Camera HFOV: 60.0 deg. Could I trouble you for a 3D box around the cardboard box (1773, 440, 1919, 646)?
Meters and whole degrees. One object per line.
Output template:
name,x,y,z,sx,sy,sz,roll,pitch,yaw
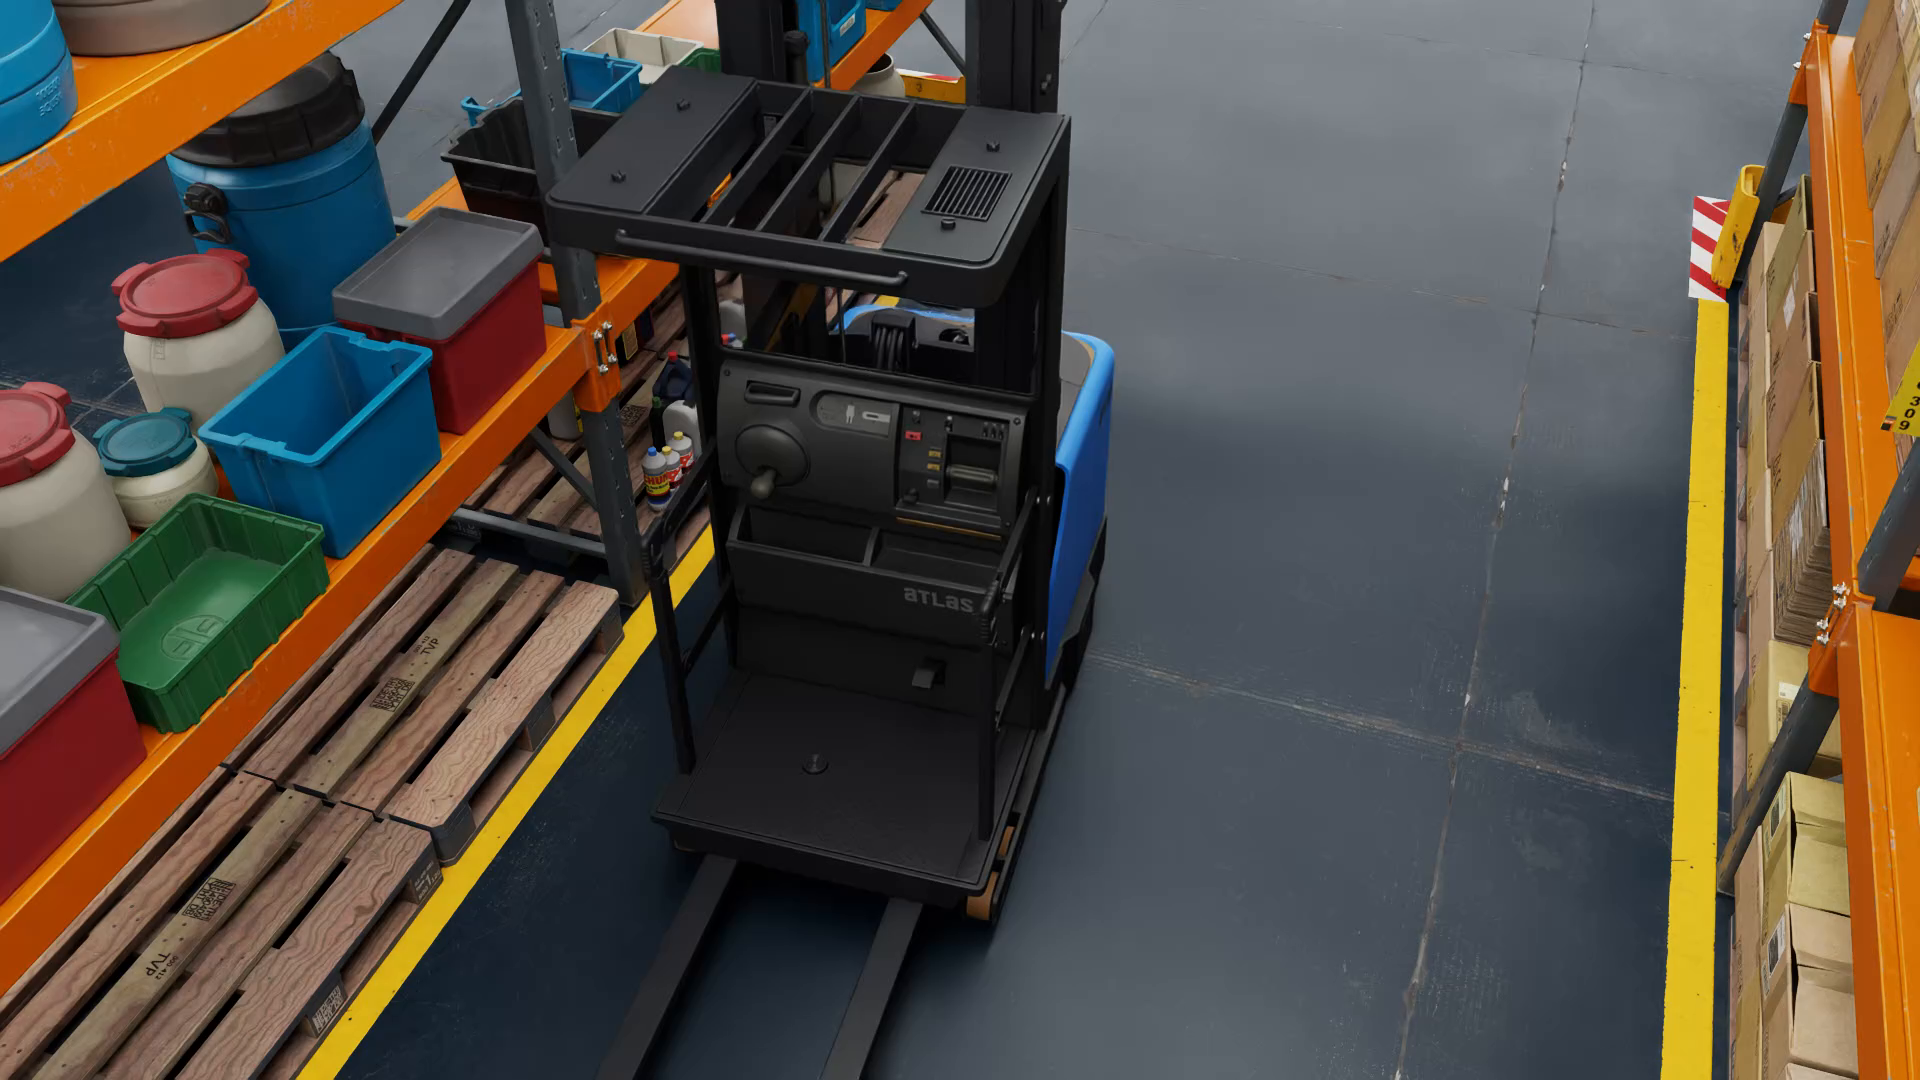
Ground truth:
cardboard box,3.081,0.049,5.598,0.500,0.500,0.500,13,42,15

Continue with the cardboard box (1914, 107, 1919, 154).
cardboard box,3.362,-1.353,5.448,0.380,0.149,0.250,15,43,16

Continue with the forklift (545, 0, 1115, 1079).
forklift,-0.325,-0.187,4.711,1.130,2.935,3.031,10,42,12

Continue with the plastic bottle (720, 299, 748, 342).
plastic bottle,-0.979,-0.943,7.304,0.152,0.276,0.135,13,42,15

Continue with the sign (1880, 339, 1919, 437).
sign,2.424,-0.400,4.179,0.100,0.325,0.005,13,42,15

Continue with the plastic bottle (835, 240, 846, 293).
plastic bottle,-0.578,-1.301,7.717,0.061,0.283,0.133,14,43,16

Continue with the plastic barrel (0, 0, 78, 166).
plastic barrel,-2.124,-1.195,3.143,0.600,0.901,0.708,13,42,15

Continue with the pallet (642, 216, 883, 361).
pallet,-1.023,-1.106,7.884,1.003,0.211,1.213,13,42,15

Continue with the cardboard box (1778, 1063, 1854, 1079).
cardboard box,2.219,1.572,3.960,0.500,0.311,0.500,12,42,14

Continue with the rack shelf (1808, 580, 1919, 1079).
rack shelf,2.262,1.575,3.147,1.077,0.370,4.000,13,42,15

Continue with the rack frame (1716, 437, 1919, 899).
rack frame,2.946,0.082,4.343,1.000,3.000,0.127,13,42,15

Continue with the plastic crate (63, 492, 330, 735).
plastic crate,-2.037,0.186,4.384,0.450,0.188,0.662,13,42,15

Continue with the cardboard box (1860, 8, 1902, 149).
cardboard box,3.967,-1.793,6.463,0.700,0.500,0.500,14,43,16

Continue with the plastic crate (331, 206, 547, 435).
plastic crate,-1.585,-0.681,5.188,0.402,0.464,0.583,13,42,15

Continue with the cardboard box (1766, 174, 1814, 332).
cardboard box,3.753,-1.174,7.032,0.500,0.500,0.500,13,42,15

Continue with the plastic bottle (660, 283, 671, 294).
plastic bottle,-1.404,-1.282,7.705,0.097,0.271,0.097,0,40,0

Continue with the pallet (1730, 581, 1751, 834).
pallet,3.258,0.667,5.805,1.003,0.211,1.213,13,42,15

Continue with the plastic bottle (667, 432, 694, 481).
plastic bottle,-1.117,-0.344,6.659,0.097,0.201,0.097,0,40,0

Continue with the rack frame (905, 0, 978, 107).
rack frame,-0.339,-3.459,8.494,1.000,3.000,0.127,13,42,15

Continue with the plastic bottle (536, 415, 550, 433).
plastic bottle,-1.758,-0.636,6.886,0.144,0.351,0.185,12,42,14

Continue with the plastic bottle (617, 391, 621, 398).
plastic bottle,-1.544,-0.707,7.027,0.152,0.276,0.135,13,42,15

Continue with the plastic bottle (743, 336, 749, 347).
plastic bottle,-0.881,-0.761,7.084,0.061,0.283,0.133,15,43,17

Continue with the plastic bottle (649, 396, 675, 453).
plastic bottle,-1.202,-0.477,6.752,0.061,0.283,0.133,13,42,15

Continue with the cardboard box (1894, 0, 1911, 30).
cardboard box,3.715,-1.984,6.188,0.380,0.149,0.250,13,42,14

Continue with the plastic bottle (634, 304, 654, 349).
plastic bottle,-1.422,-0.999,7.364,0.061,0.283,0.133,13,42,15

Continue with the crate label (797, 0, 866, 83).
crate label,-0.715,-2.290,7.096,0.502,0.435,0.616,13,42,15

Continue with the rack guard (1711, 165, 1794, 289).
rack guard,4.322,-1.421,8.031,1.175,0.500,0.348,13,42,15

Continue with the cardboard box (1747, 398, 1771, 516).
cardboard box,3.407,-0.279,6.561,0.500,0.250,0.500,13,42,15

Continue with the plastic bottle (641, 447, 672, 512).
plastic bottle,-1.186,-0.246,6.491,0.097,0.271,0.097,0,40,0

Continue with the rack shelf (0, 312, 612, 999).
rack shelf,-2.391,0.474,4.438,1.077,0.370,4.000,13,42,15

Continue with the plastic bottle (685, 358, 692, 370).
plastic bottle,-1.105,-0.665,6.981,0.097,0.271,0.097,0,40,0

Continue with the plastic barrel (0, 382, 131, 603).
plastic barrel,-2.491,-0.089,4.439,0.433,0.535,0.433,0,40,0

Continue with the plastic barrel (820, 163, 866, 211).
plastic barrel,-0.664,-1.949,8.316,0.421,0.512,0.421,0,40,0

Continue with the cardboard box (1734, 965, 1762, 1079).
cardboard box,2.400,1.471,4.510,0.500,0.250,0.500,14,43,16

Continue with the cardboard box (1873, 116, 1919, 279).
cardboard box,3.616,-1.169,5.732,0.700,0.500,0.500,15,43,16

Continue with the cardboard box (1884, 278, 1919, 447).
cardboard box,3.266,-0.551,5.008,0.700,0.500,0.500,13,42,15

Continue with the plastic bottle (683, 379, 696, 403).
plastic bottle,-1.041,-0.580,6.820,0.144,0.351,0.185,14,43,16

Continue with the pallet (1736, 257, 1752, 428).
pallet,4.092,-0.821,7.550,1.003,0.211,1.213,13,42,15

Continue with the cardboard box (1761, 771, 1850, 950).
cardboard box,2.571,0.952,4.686,0.500,0.311,0.500,13,42,15

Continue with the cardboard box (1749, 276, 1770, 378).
cardboard box,3.754,-0.888,7.275,0.500,0.250,0.500,13,42,15

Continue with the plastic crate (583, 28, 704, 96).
plastic crate,-1.390,-1.966,6.946,0.530,0.136,0.437,13,42,15

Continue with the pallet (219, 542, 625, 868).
pallet,-1.939,0.529,5.968,1.003,0.211,1.213,13,42,15

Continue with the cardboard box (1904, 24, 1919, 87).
cardboard box,3.539,-1.665,5.814,0.380,0.149,0.250,13,42,15

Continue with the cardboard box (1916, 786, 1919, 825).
cardboard box,2.451,0.673,3.844,0.380,0.149,0.250,13,42,15

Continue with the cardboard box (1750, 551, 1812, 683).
cardboard box,3.080,0.334,5.842,0.500,0.250,0.500,13,42,15

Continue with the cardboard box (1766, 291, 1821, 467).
cardboard box,3.406,-0.565,6.318,0.500,0.500,0.500,13,42,15

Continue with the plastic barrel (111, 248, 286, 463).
plastic barrel,-2.240,-0.537,4.963,0.433,0.535,0.433,0,40,0

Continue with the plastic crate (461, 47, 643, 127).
plastic crate,-1.584,-1.698,6.544,0.499,0.251,0.616,13,42,15
